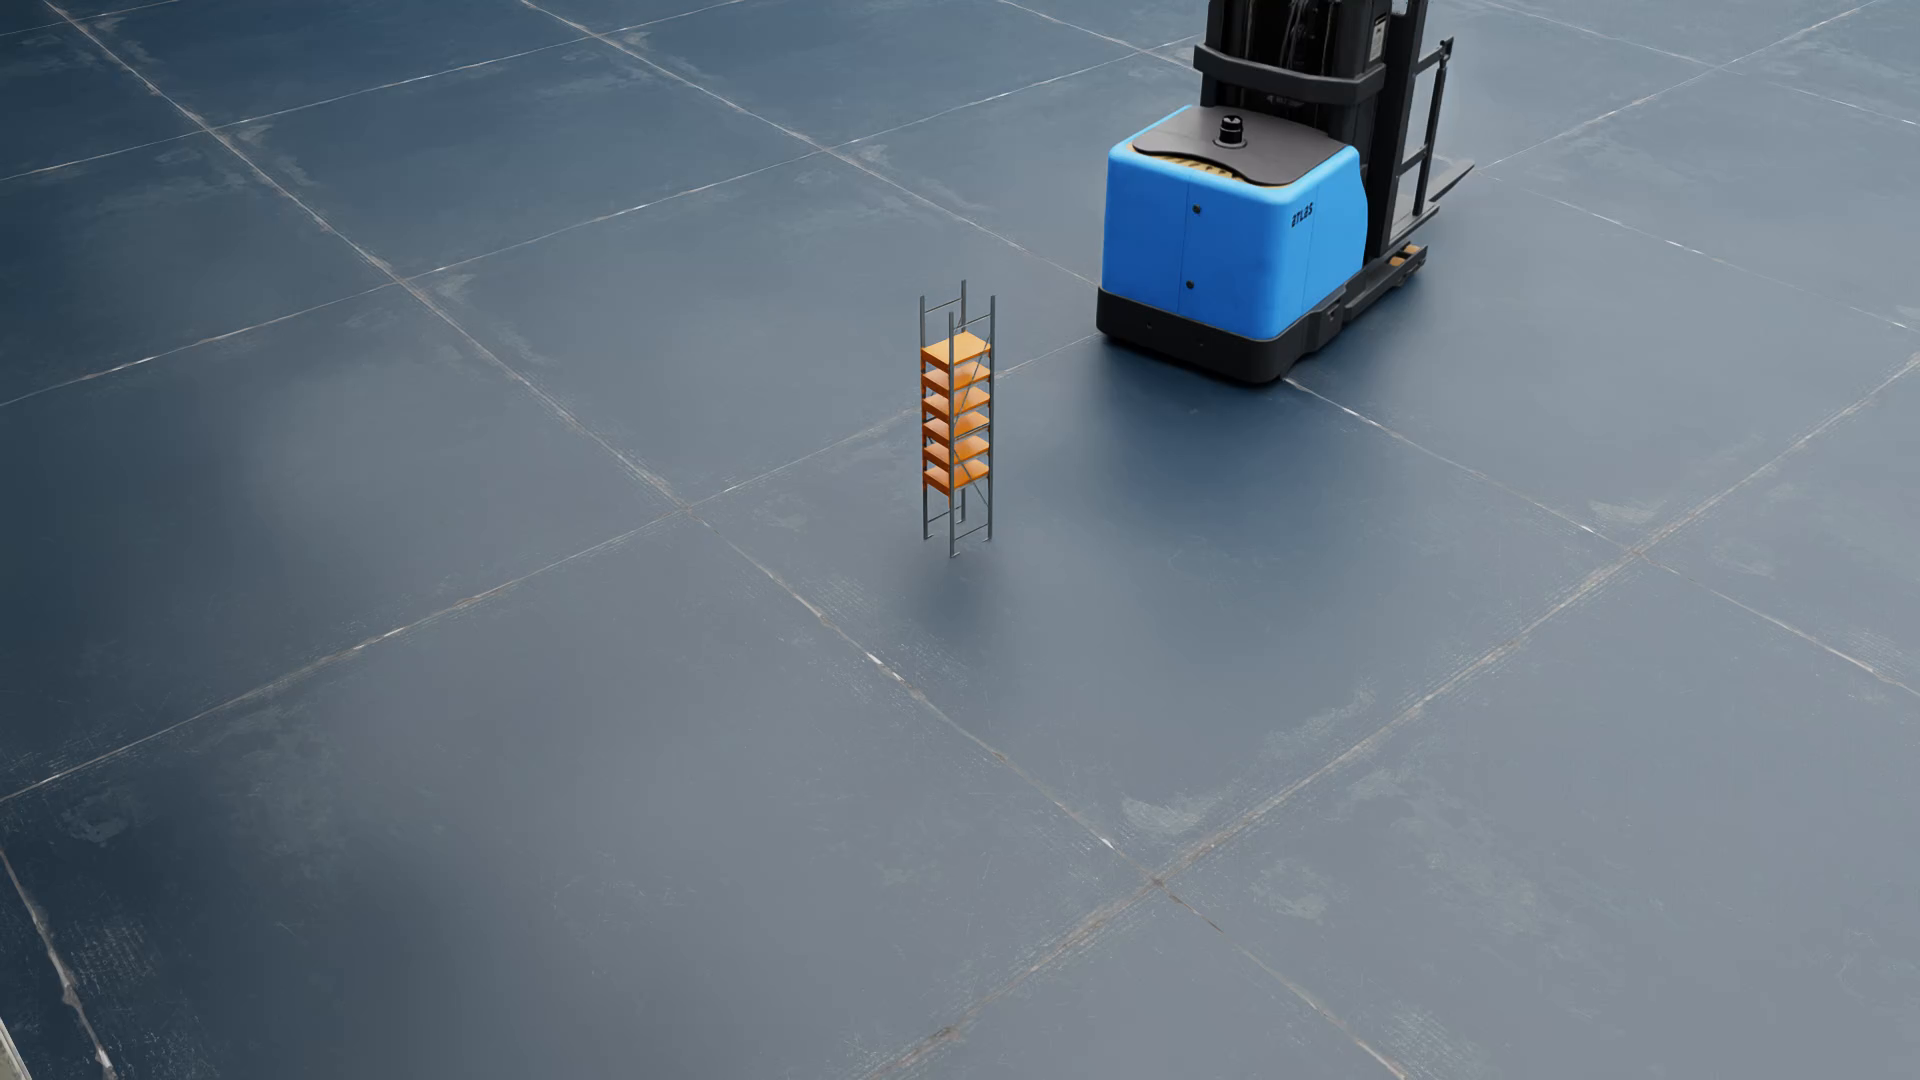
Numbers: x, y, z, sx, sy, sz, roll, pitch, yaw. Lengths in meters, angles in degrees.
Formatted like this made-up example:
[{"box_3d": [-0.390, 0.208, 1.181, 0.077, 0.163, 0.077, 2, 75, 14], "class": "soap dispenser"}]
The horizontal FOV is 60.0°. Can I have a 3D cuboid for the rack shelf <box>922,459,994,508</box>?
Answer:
[{"box_3d": [-0.009, -0.264, 7.209, 0.258, 0.103, 0.180, -26, 43, -32], "class": "rack shelf"}]

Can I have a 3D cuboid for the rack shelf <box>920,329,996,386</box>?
[{"box_3d": [-0.009, -0.754, 6.862, 0.258, 0.103, 0.180, -26, 43, -32], "class": "rack shelf"}]

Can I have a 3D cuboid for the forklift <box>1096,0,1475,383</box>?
[{"box_3d": [2.016, -2.782, 8.775, 1.130, 2.935, 3.031, 24, 42, 30], "class": "forklift"}]

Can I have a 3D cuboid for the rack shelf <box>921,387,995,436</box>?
[{"box_3d": [-0.009, -0.558, 7.001, 0.258, 0.103, 0.180, -26, 43, -32], "class": "rack shelf"}]

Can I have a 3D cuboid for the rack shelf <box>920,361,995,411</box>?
[{"box_3d": [-0.009, -0.656, 6.931, 0.258, 0.103, 0.180, -26, 43, -32], "class": "rack shelf"}]

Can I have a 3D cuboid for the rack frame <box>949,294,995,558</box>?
[{"box_3d": [0.050, -0.456, 6.987, 0.240, 1.200, 0.006, -26, 43, -32], "class": "rack frame"}]

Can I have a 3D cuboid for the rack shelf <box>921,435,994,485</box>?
[{"box_3d": [-0.009, -0.362, 7.140, 0.258, 0.103, 0.180, -26, 43, -32], "class": "rack shelf"}]

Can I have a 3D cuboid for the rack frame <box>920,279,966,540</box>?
[{"box_3d": [-0.068, -0.536, 7.102, 0.240, 1.200, 0.006, -26, 43, -32], "class": "rack frame"}]

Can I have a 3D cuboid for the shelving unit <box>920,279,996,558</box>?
[{"box_3d": [-0.009, -0.496, 7.045, 0.258, 1.200, 0.189, -26, 43, -32], "class": "shelving unit"}]

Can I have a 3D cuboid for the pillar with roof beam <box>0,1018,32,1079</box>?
[{"box_3d": [1.439, -2.861, 3.636, 9.100, 9.000, 0.400, -26, 43, -32], "class": "pillar with roof beam"}]

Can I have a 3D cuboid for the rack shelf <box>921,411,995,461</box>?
[{"box_3d": [-0.009, -0.460, 7.070, 0.258, 0.103, 0.180, -26, 43, -32], "class": "rack shelf"}]
